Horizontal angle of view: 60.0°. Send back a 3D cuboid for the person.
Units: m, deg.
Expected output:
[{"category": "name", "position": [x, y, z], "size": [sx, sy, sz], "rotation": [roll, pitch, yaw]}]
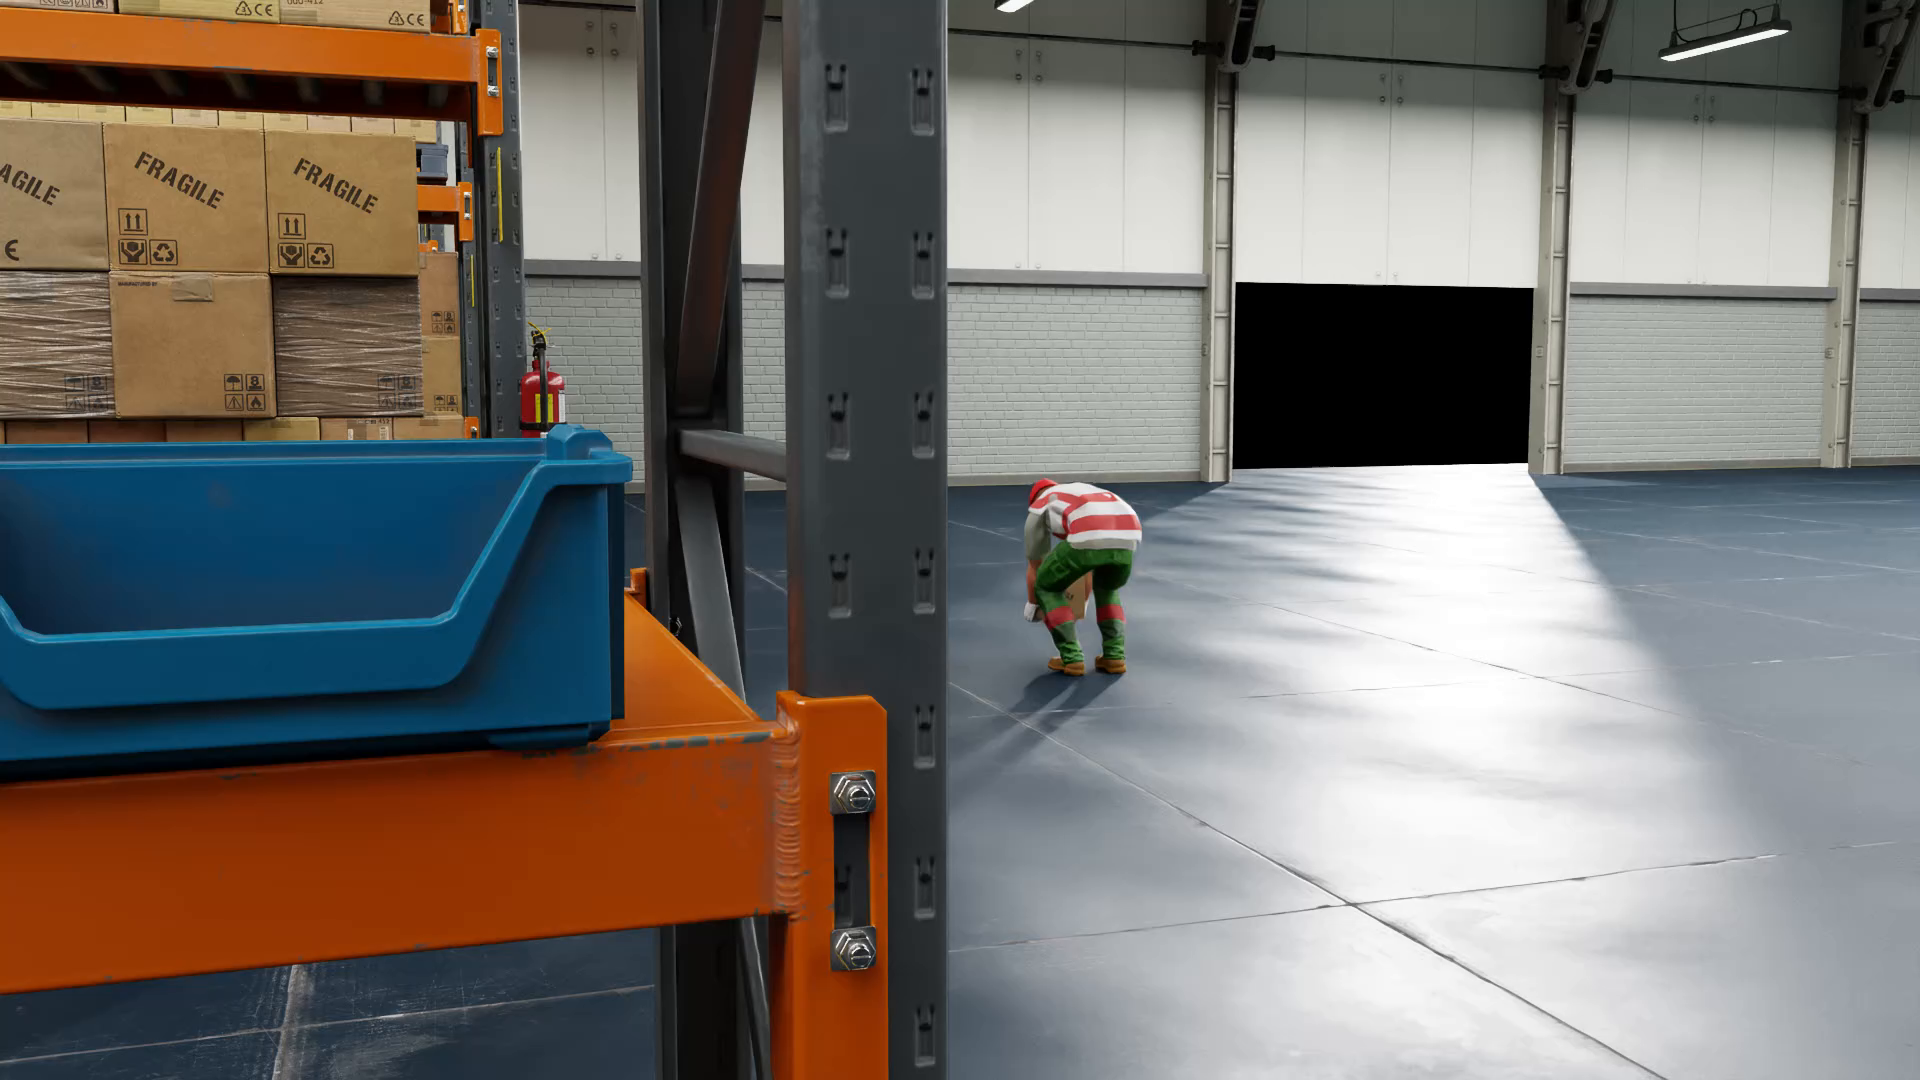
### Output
[{"category": "person", "position": [0.635, 0.192, 9.133], "size": [0.534, 1.013, 0.958], "rotation": [-2, 6, -21]}]
